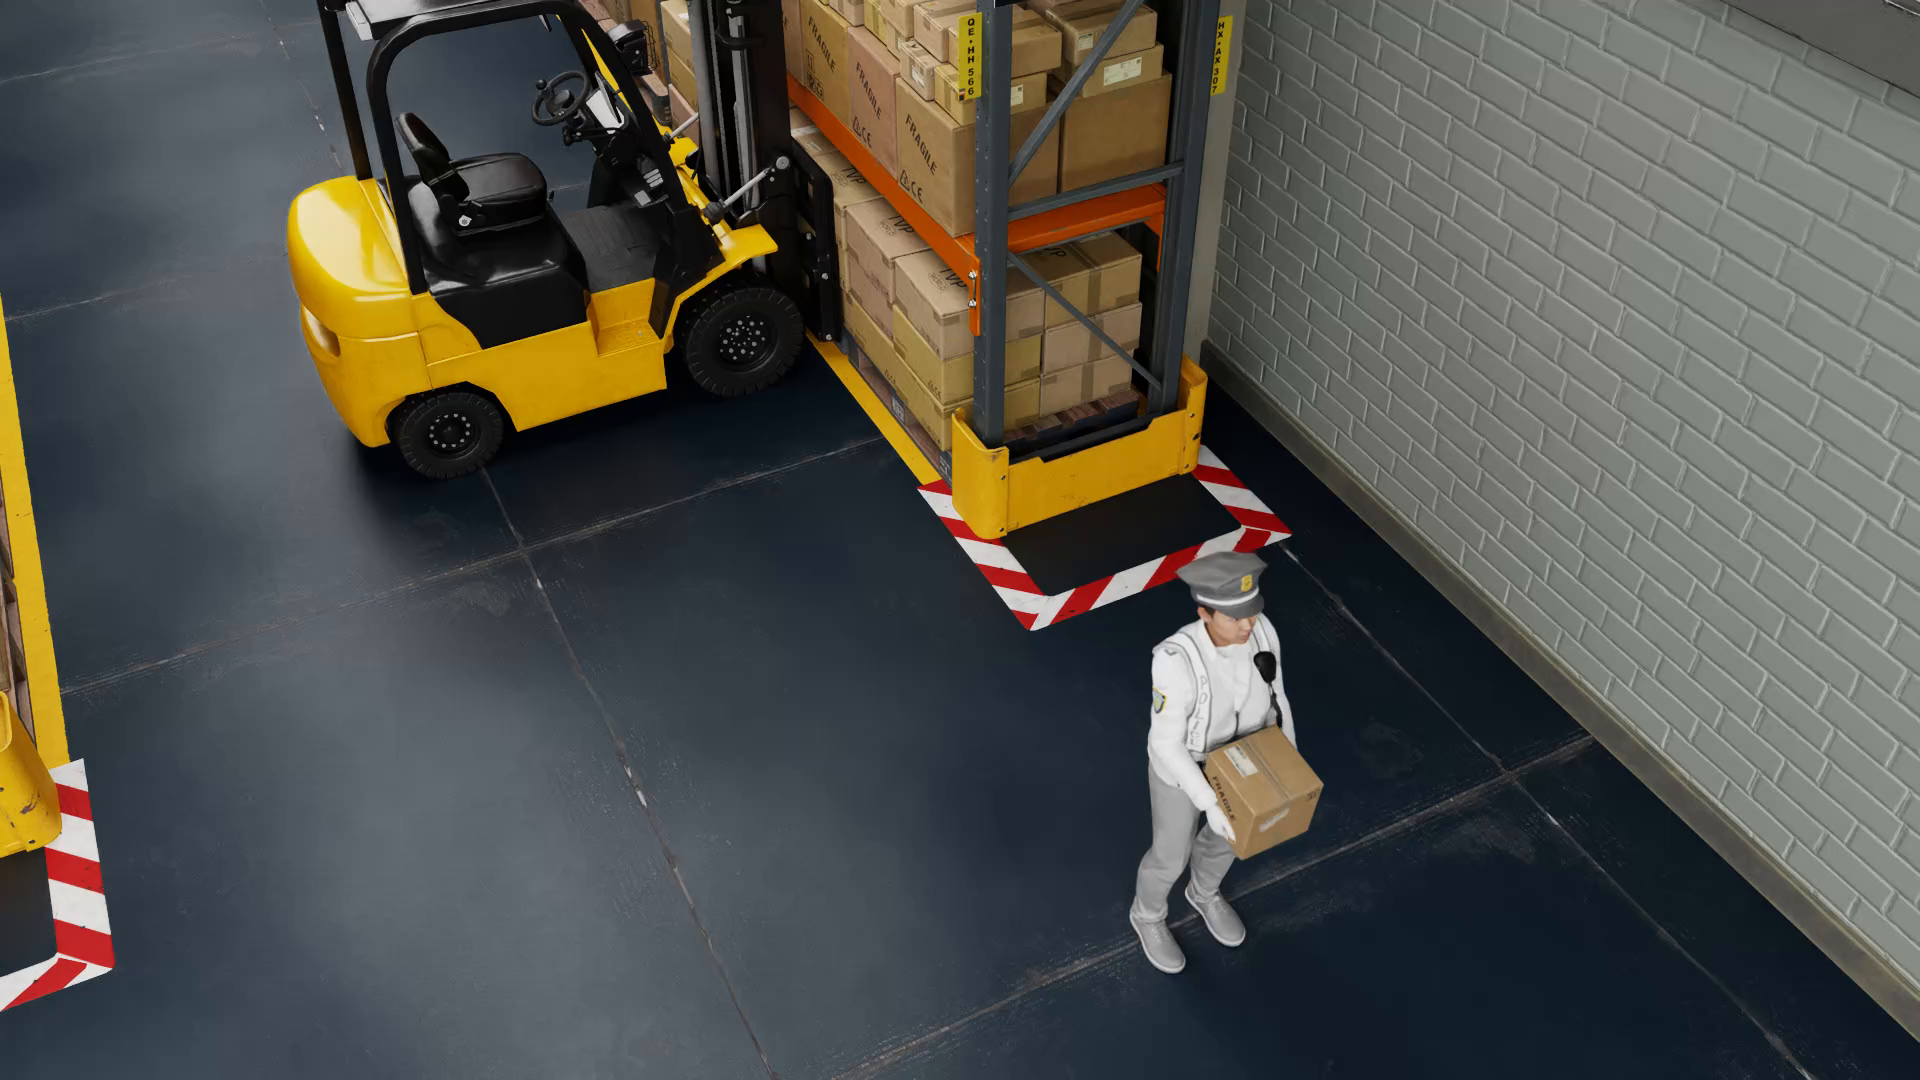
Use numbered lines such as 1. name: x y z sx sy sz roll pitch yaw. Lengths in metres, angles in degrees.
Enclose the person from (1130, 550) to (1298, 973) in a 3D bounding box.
1. person: 0.825 0.759 5.277 0.479 1.692 0.529 -19 45 -20
